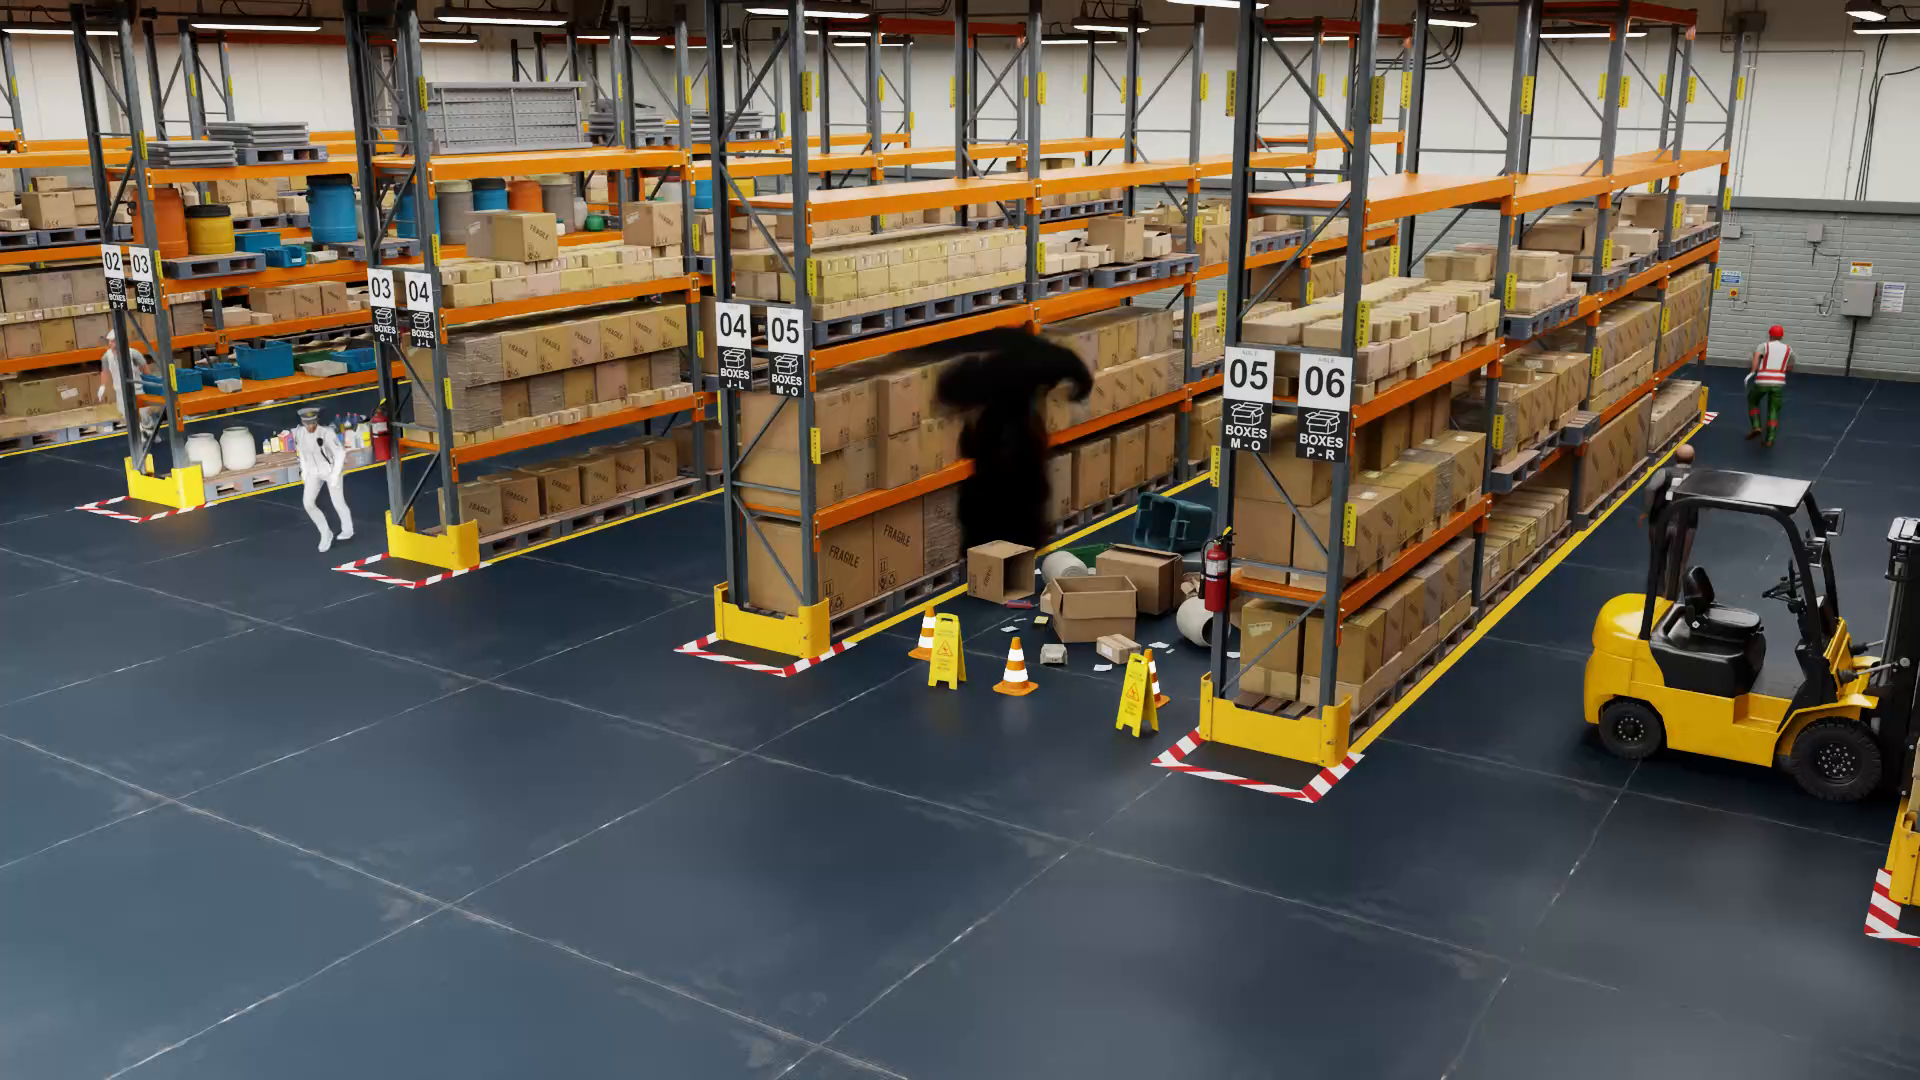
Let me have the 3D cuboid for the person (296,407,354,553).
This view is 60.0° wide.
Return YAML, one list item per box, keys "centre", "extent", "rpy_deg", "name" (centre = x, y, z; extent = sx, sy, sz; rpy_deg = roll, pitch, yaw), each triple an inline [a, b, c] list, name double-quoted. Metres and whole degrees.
- centre: [-7.176, -0.725, 18.799]
  extent: [0.591, 1.642, 0.697]
  rpy_deg: [2, 16, 6]
  name: "person"

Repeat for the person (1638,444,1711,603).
- centre: [7.001, -0.074, 16.336]
  extent: [0.650, 1.692, 0.977]
  rpy_deg: [8, 17, 26]
  name: "person"

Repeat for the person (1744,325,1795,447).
- centre: [11.739, -2.269, 24.170]
  extent: [0.685, 1.688, 0.951]
  rpy_deg: [4, 16, 16]
  name: "person"

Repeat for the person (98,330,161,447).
- centre: [-11.867, -2.147, 23.696]
  extent: [0.679, 1.739, 0.568]
  rpy_deg: [-2, 16, -7]
  name: "person"
